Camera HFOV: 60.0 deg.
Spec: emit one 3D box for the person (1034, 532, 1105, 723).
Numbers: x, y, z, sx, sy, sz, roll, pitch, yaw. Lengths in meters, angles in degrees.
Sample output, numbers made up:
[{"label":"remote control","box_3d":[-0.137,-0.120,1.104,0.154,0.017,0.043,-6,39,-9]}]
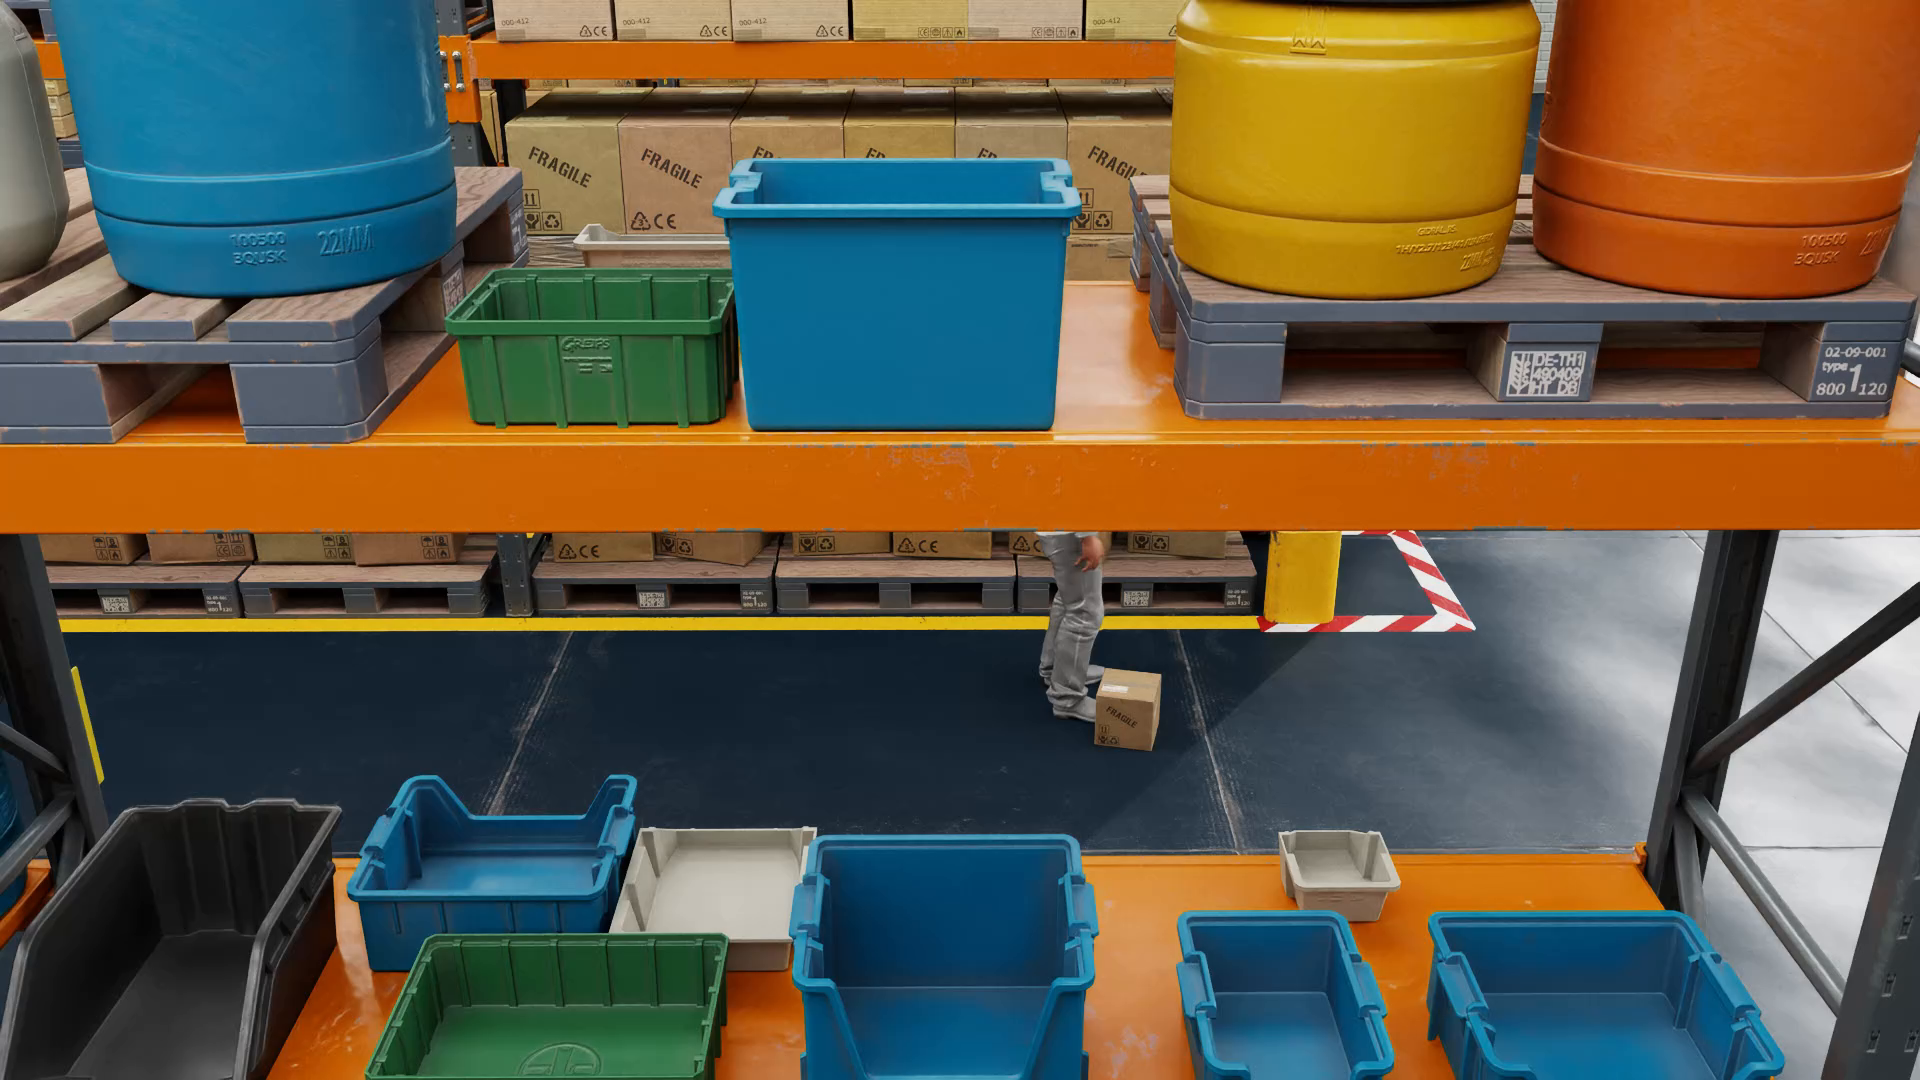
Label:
[{"label":"person","box_3d":[0.515,-0.098,7.290,0.464,1.771,0.581,-1,24,-2]}]
